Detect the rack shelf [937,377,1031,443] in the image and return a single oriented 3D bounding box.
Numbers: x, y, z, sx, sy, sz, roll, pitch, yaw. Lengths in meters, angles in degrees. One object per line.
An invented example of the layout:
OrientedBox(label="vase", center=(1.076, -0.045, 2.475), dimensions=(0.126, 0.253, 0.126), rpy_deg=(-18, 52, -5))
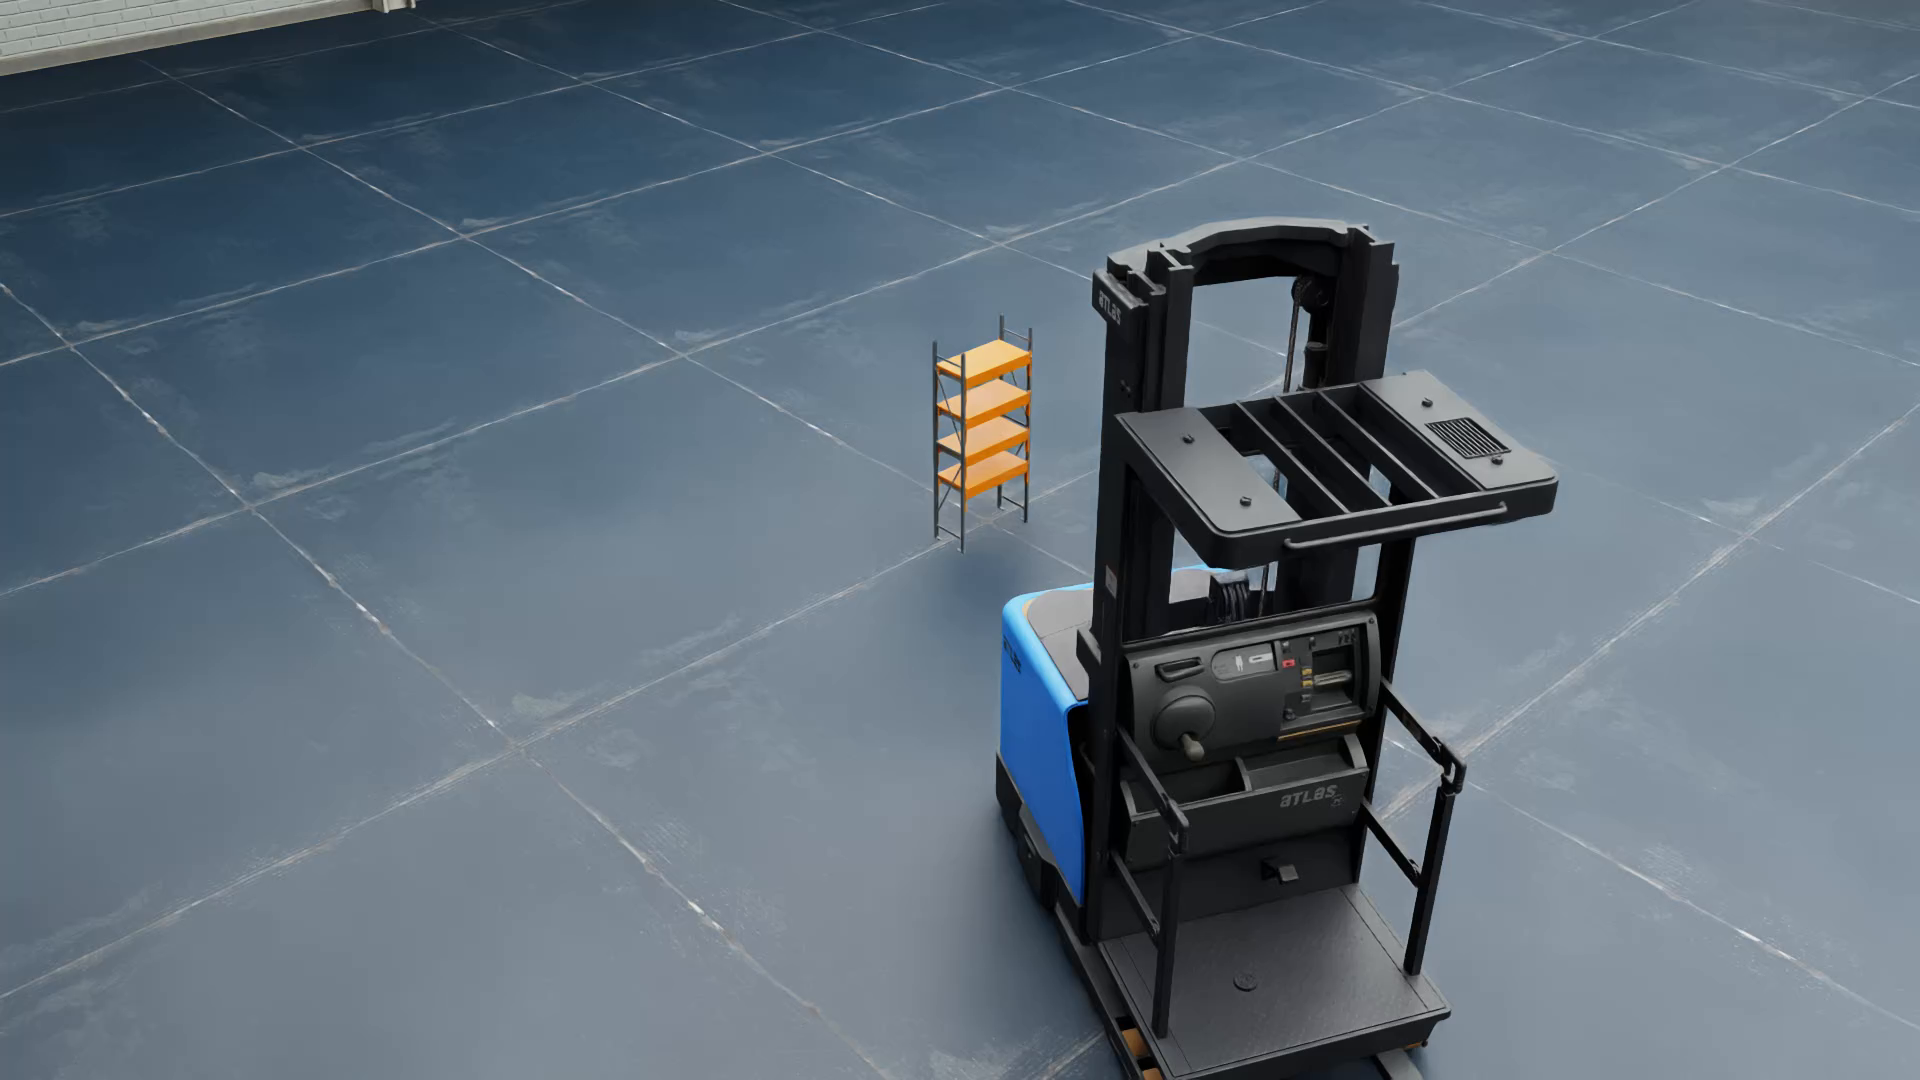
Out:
OrientedBox(label="rack shelf", center=(0.121, -0.704, 8.951), dimensions=(0.480, 0.148, 0.258), rpy_deg=(-26, 40, -35))

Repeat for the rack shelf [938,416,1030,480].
OrientedBox(label="rack shelf", center=(0.121, -0.513, 9.068), dimensions=(0.480, 0.148, 0.258), rpy_deg=(-26, 40, -35))

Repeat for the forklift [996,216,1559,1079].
OrientedBox(label="forklift", center=(1.081, 0.558, 5.529), dimensions=(1.130, 2.935, 3.031), rpy_deg=(-9, 33, -15))

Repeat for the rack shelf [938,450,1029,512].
OrientedBox(label="rack shelf", center=(0.121, -0.344, 9.172), dimensions=(0.480, 0.148, 0.258), rpy_deg=(-26, 40, -35))

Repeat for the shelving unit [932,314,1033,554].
OrientedBox(label="shelving unit", center=(0.121, -0.571, 9.033), dimensions=(0.503, 1.200, 0.258), rpy_deg=(-26, 40, -35))

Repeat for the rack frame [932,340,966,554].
OrientedBox(label="rack frame", center=(-0.058, -0.484, 8.891), dimensions=(0.015, 1.200, 0.240), rpy_deg=(-26, 40, -35))

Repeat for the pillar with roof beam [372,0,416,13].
OrientedBox(label="pillar with roof beam", center=(-3.676, -8.404, 14.368), dimensions=(0.400, 9.000, 9.100), rpy_deg=(-26, 40, -35))

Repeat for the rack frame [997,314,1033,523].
OrientedBox(label="rack frame", center=(0.300, -0.657, 9.175), dimensions=(0.015, 1.200, 0.240), rpy_deg=(-26, 40, -35))

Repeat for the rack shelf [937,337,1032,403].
OrientedBox(label="rack shelf", center=(0.121, -0.906, 8.828), dimensions=(0.480, 0.148, 0.258), rpy_deg=(-26, 40, -35))
